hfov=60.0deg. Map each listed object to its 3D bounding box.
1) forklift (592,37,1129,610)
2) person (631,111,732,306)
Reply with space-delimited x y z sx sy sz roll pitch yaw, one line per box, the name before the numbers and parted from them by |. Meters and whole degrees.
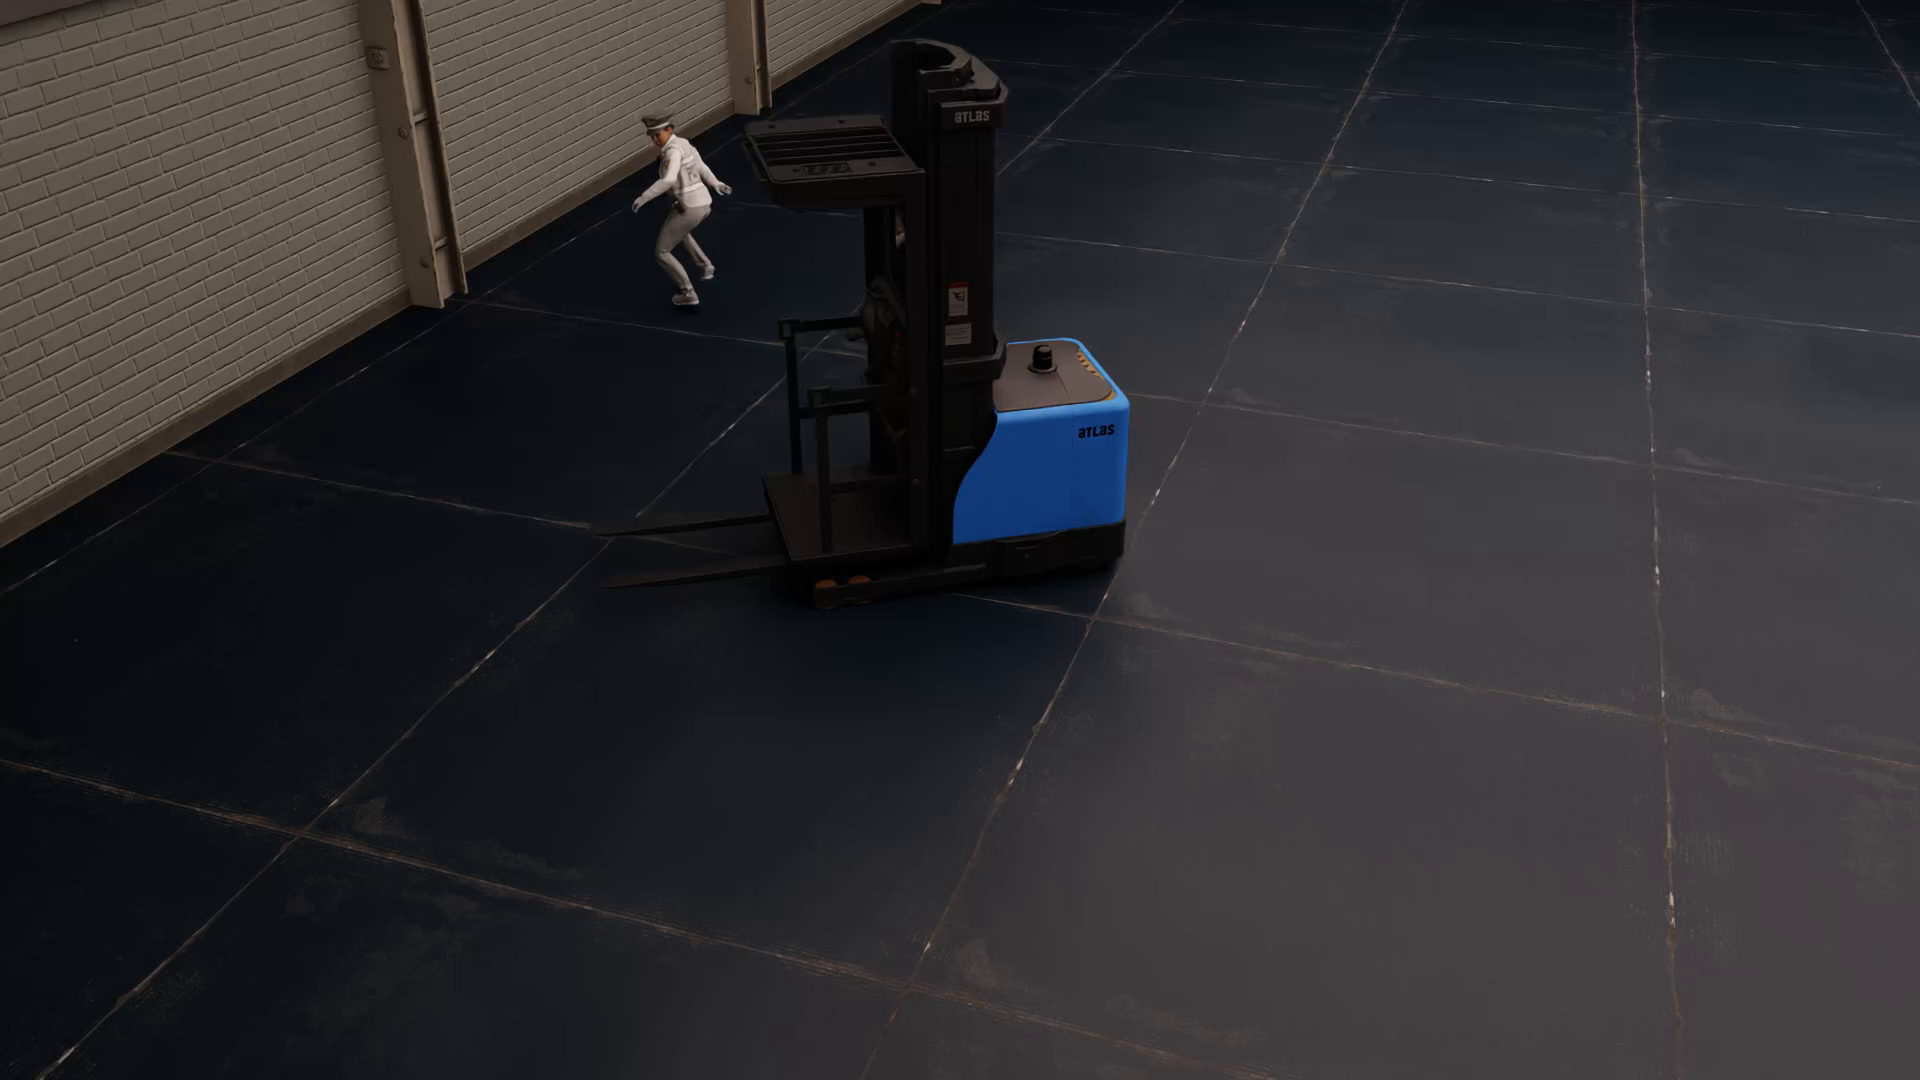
forklift | -0.607 -1.168 9.186 3.031 2.935 1.130 -7 31 -13
person | -2.213 -2.643 13.305 0.522 1.587 0.954 6 30 10
